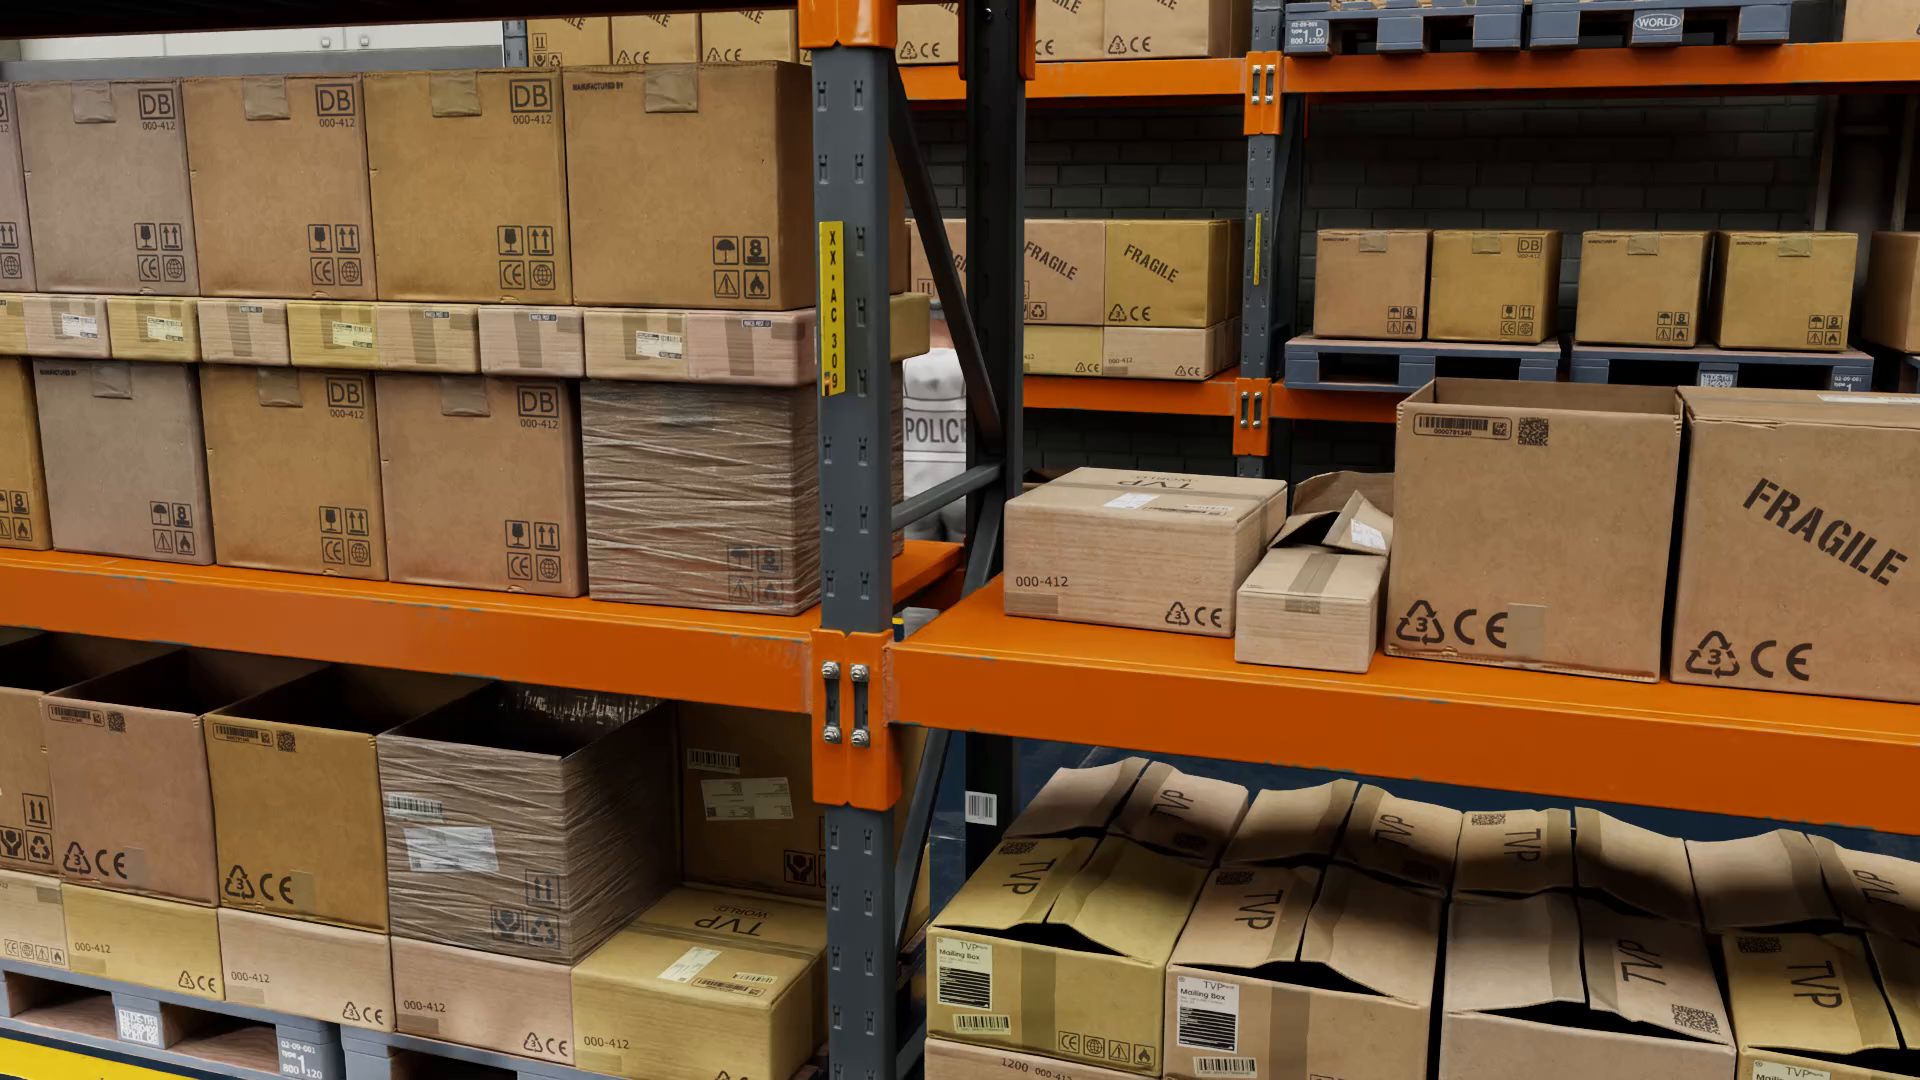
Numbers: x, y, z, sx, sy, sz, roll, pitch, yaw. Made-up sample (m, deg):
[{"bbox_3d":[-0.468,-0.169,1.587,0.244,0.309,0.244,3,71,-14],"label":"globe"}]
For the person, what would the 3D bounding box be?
[{"bbox_3d":[-0.074,-0.160,7.151,0.610,1.757,0.400,2,12,11],"label":"person"}]
